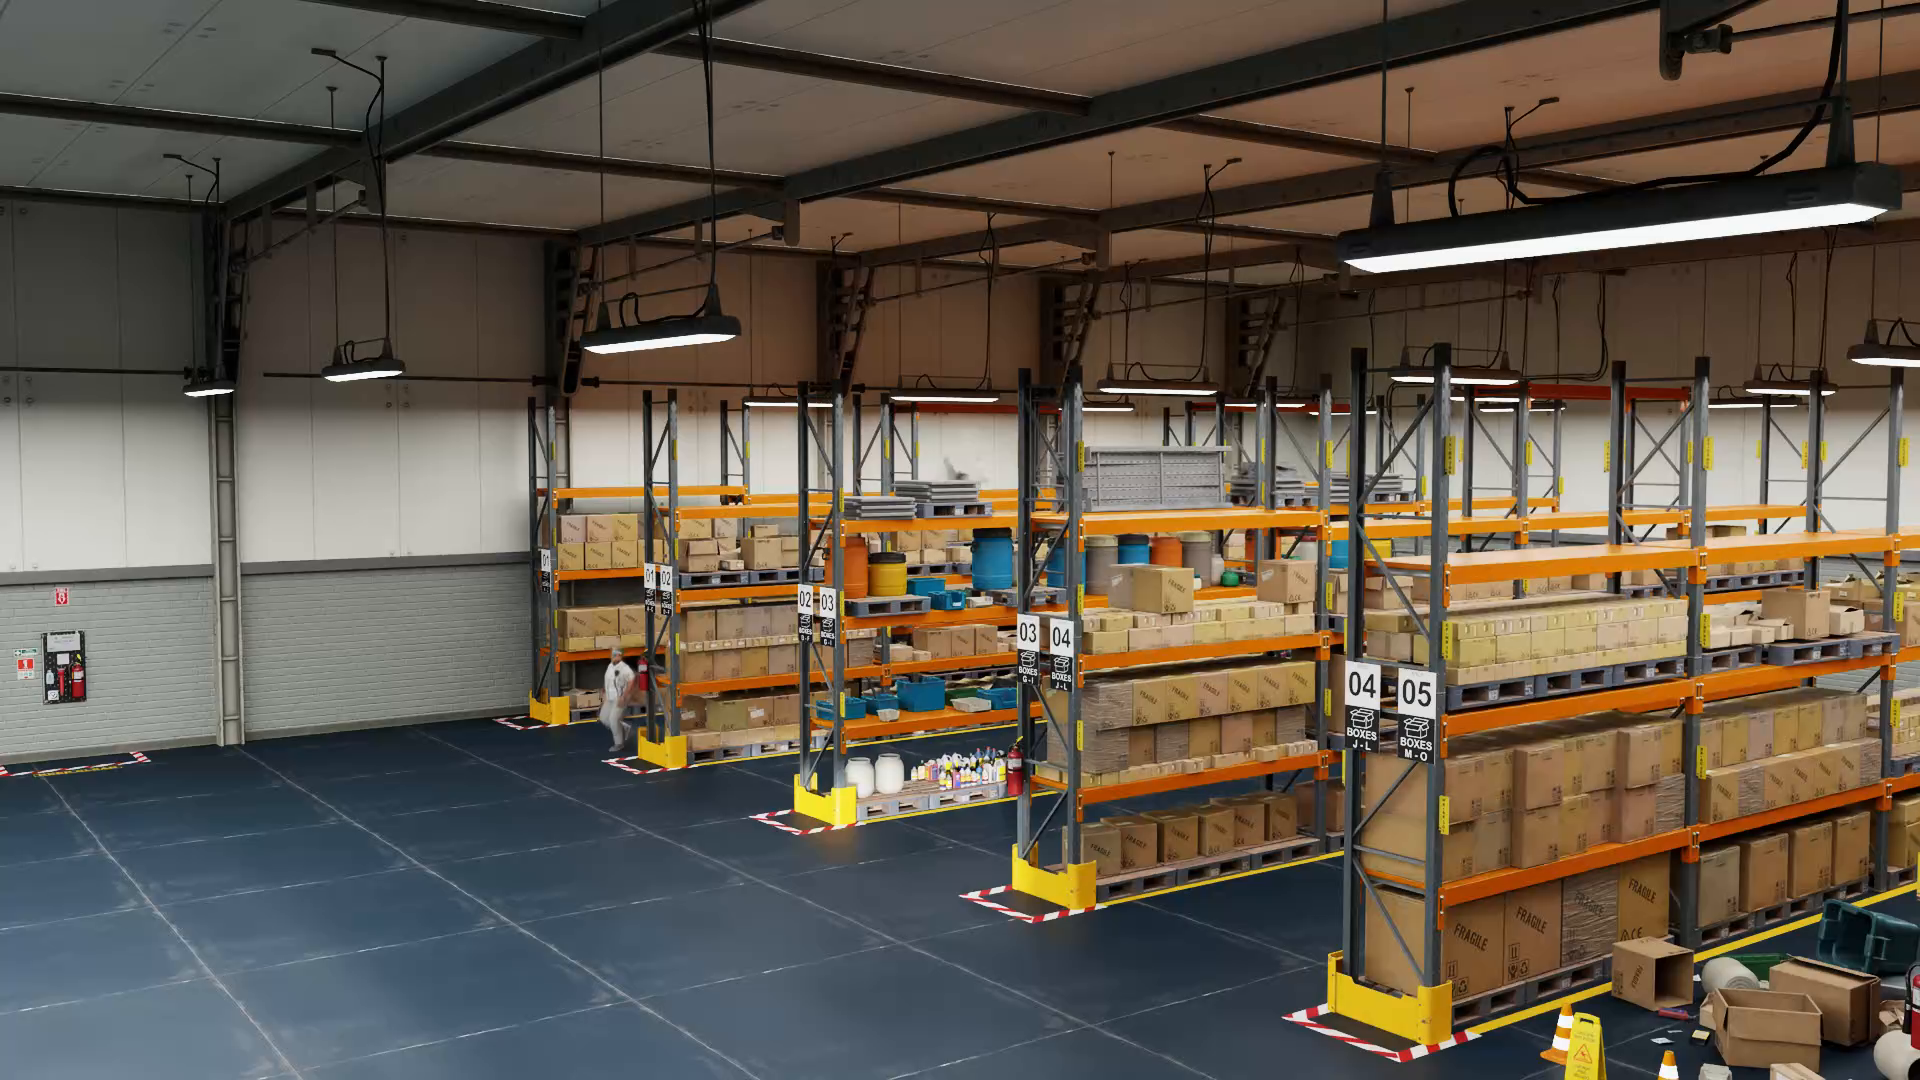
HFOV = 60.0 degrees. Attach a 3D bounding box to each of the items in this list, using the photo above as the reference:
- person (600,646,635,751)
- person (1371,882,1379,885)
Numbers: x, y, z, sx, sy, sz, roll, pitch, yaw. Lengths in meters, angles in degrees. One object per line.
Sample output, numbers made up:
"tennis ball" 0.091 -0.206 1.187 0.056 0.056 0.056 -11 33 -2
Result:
"person" -5.760 2.654 27.964 0.549 1.753 0.695 -3 5 -44
"person" 4.717 3.230 18.278 0.640 1.743 0.696 3 4 38
